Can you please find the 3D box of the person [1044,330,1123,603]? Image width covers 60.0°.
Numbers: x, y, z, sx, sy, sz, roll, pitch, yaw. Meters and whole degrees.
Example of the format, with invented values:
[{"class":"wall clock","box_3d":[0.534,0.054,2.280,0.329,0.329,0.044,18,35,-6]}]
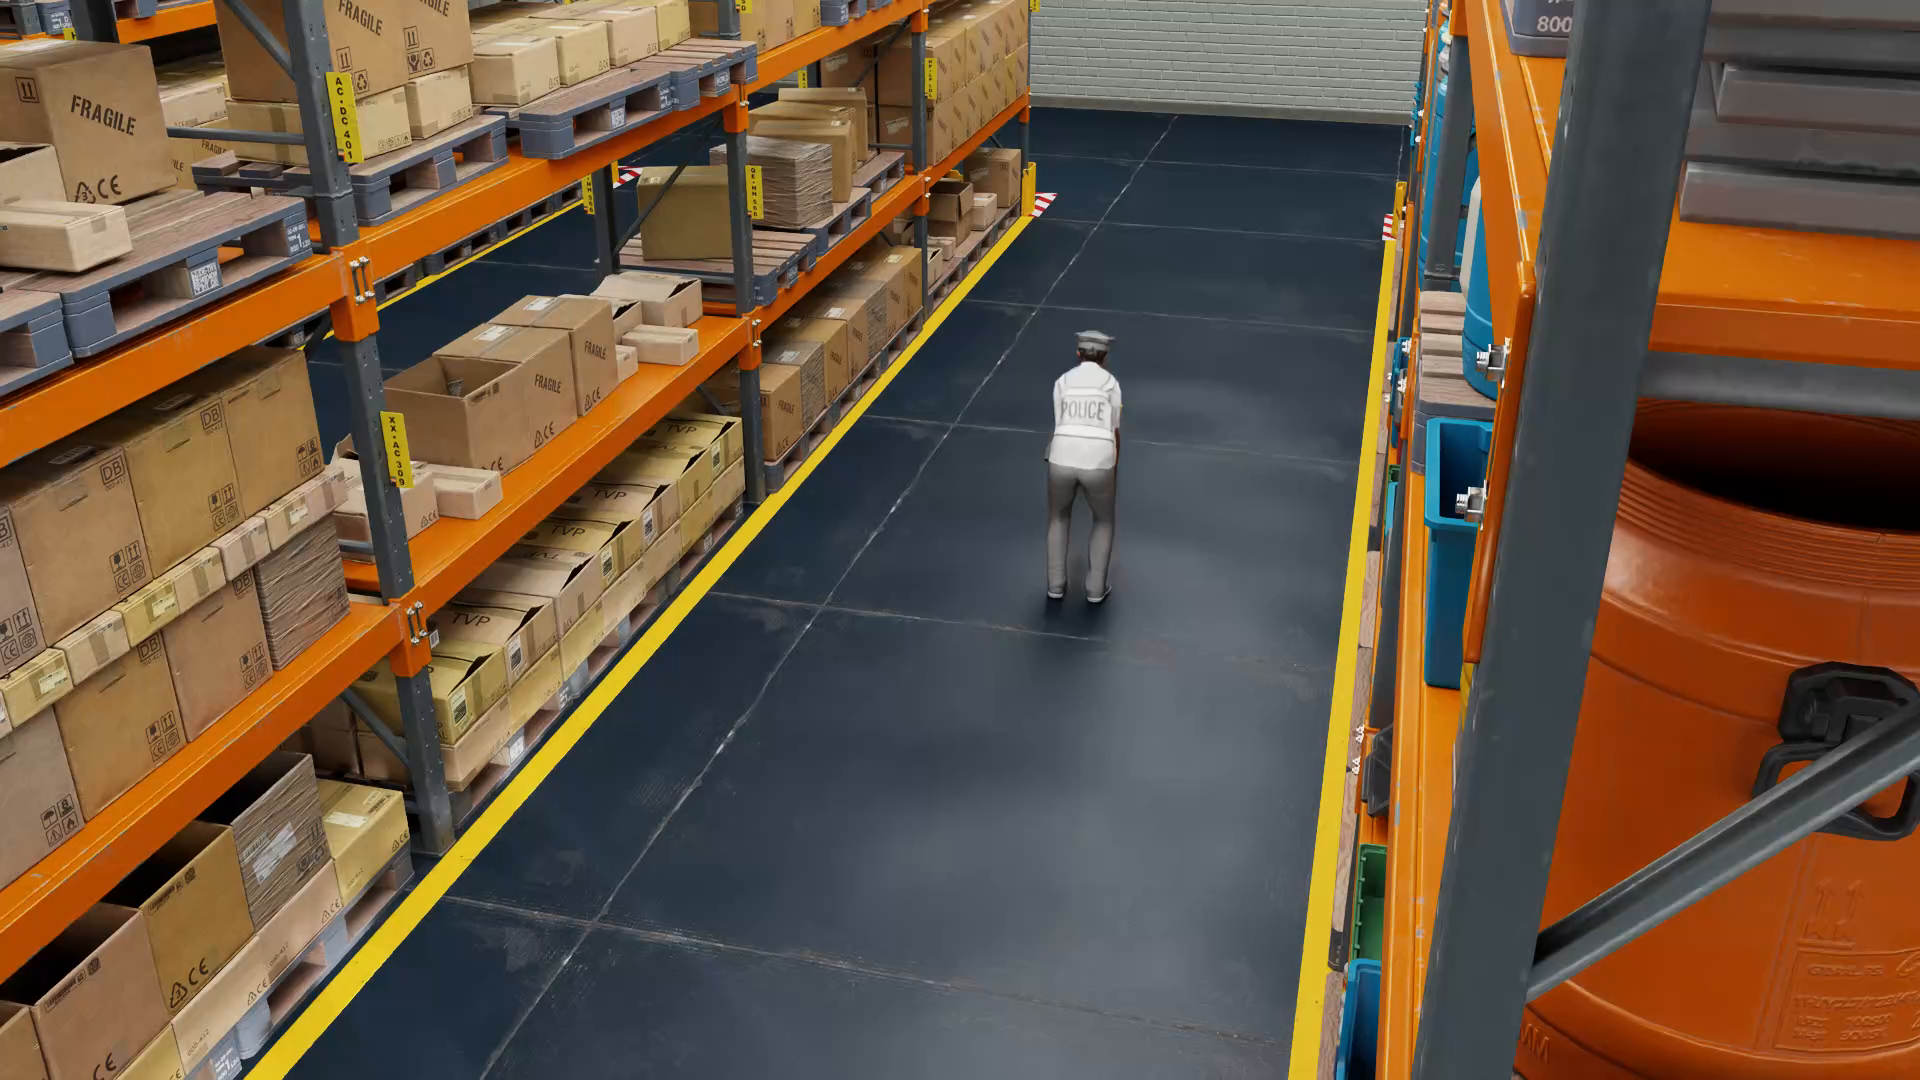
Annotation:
[{"class":"person","box_3d":[0.728,-0.428,9.689,0.411,1.516,0.715,6,26,12]}]
